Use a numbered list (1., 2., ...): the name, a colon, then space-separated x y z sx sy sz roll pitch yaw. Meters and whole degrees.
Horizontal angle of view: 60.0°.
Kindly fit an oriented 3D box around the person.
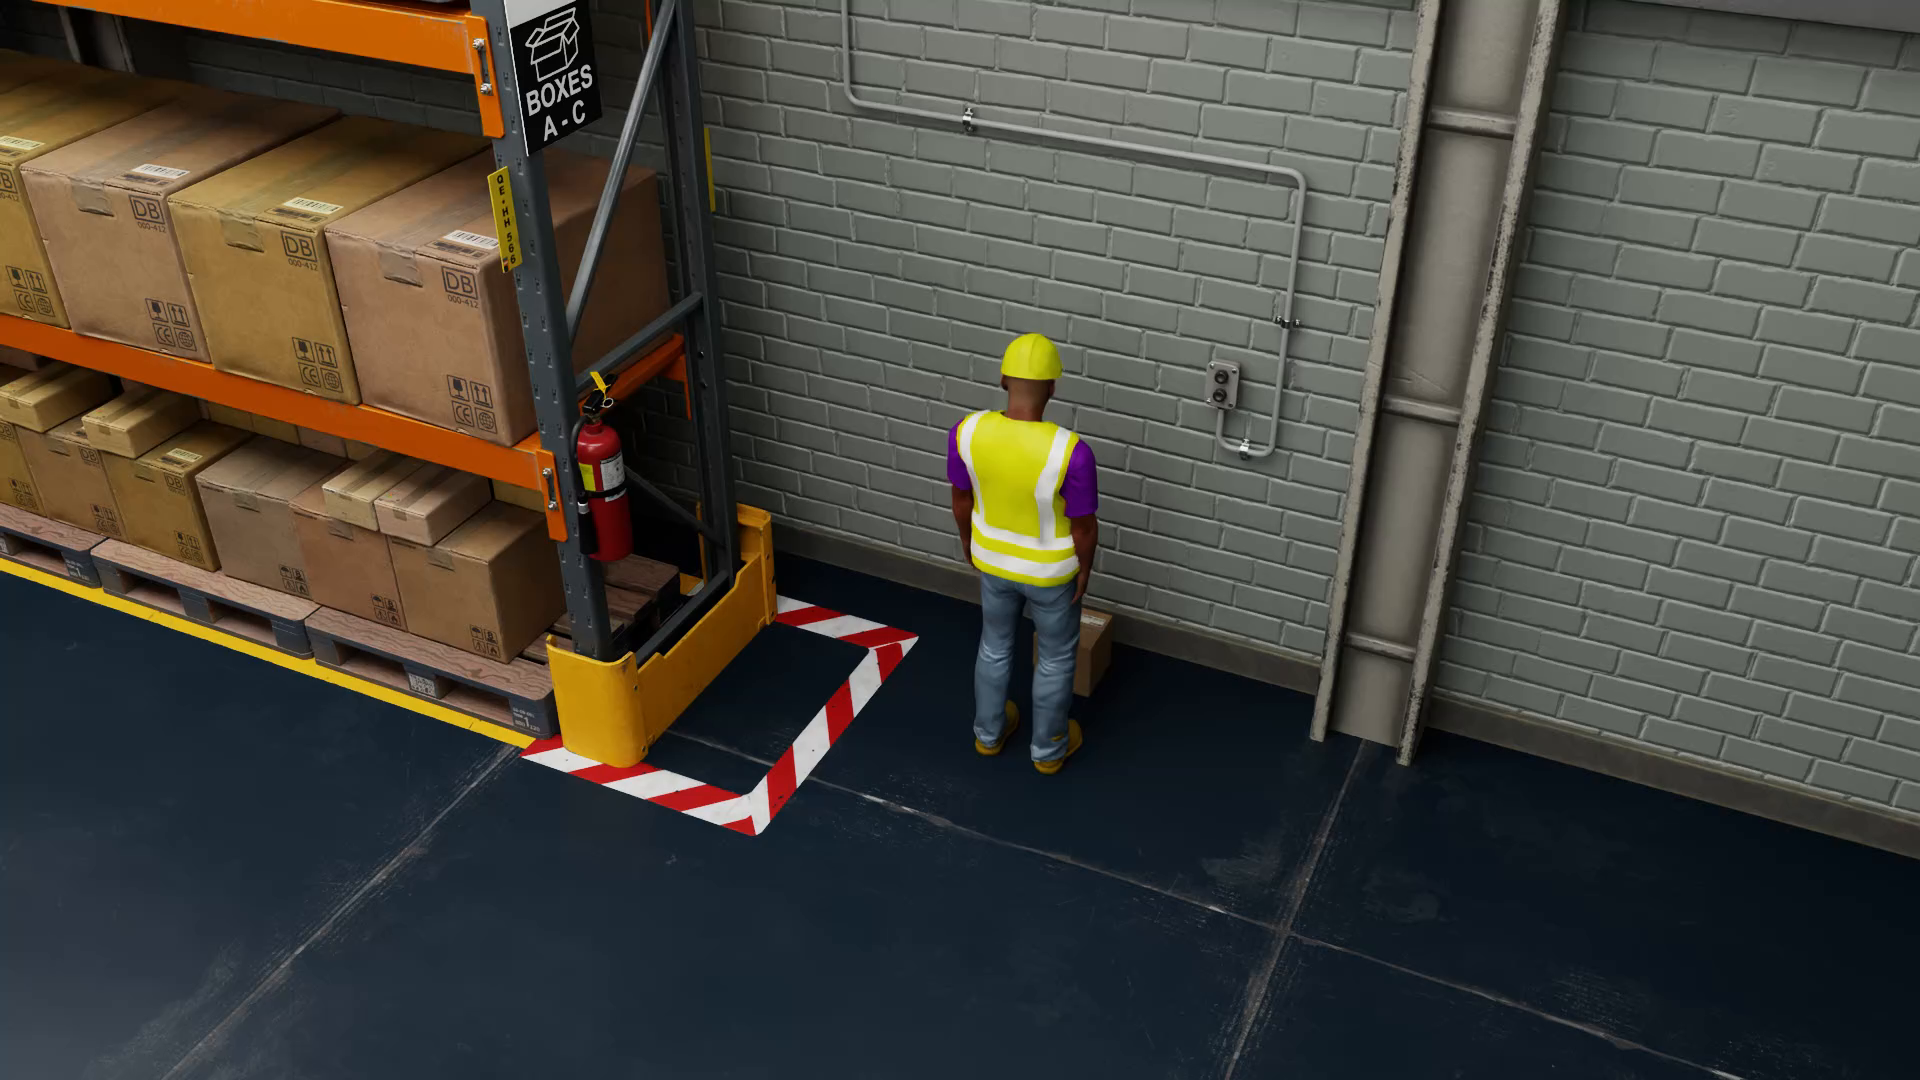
1. person: 0.234 0.064 6.028 0.568 1.759 0.368 15 36 21
